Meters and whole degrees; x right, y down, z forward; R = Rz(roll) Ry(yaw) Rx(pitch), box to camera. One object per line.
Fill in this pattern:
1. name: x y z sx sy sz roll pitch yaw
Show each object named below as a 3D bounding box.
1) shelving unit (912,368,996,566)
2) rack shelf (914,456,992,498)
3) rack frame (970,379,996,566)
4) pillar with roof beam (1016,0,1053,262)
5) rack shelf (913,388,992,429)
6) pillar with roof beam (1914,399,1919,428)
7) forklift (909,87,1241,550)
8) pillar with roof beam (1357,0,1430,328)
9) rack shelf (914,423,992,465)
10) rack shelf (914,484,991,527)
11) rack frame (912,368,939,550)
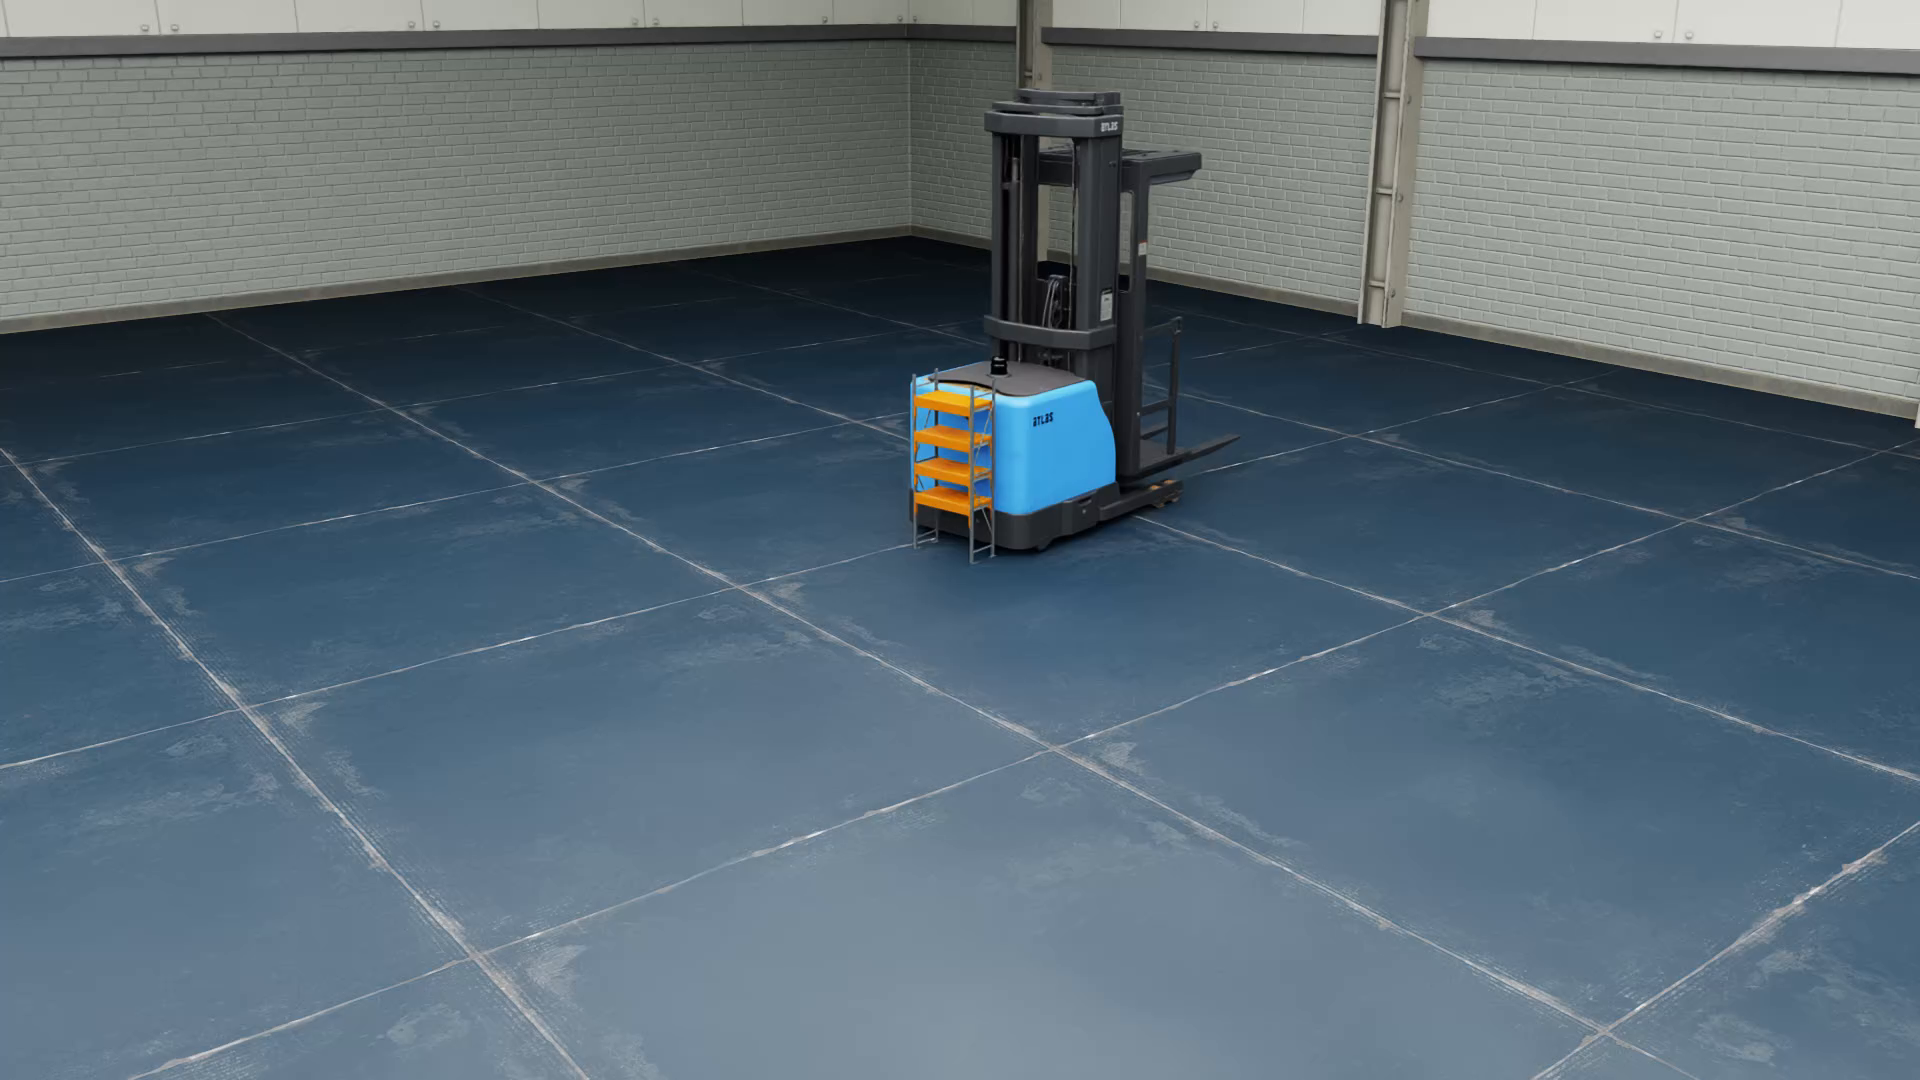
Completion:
1. shelving unit: -0.040 -0.482 10.909 0.503 1.200 0.258 15 23 38
2. rack shelf: -0.040 -0.418 10.930 0.480 0.148 0.258 15 23 38
3. rack frame: 0.147 -0.433 10.760 0.015 1.200 0.240 15 23 38
4. pillar with roof beam: -2.381 -7.340 19.214 9.100 9.000 0.400 -14 23 -36
5. rack shelf: -0.040 -0.855 10.785 0.480 0.148 0.258 15 23 38
6. pillar with roof beam: 5.070 -4.383 10.284 9.100 9.000 0.400 -14 23 -36
7. forklift: 0.988 -1.714 11.875 1.130 2.935 3.031 15 24 38
8. pillar with roof beam: 1.344 -5.862 14.749 9.100 9.000 0.400 -14 23 -36
9. rack shelf: -0.040 -0.630 10.860 0.480 0.148 0.258 15 23 38
10. rack shelf: -0.040 -0.229 10.992 0.480 0.148 0.258 15 23 38
11. rack frame: -0.226 -0.531 11.058 0.015 1.200 0.240 15 23 38
